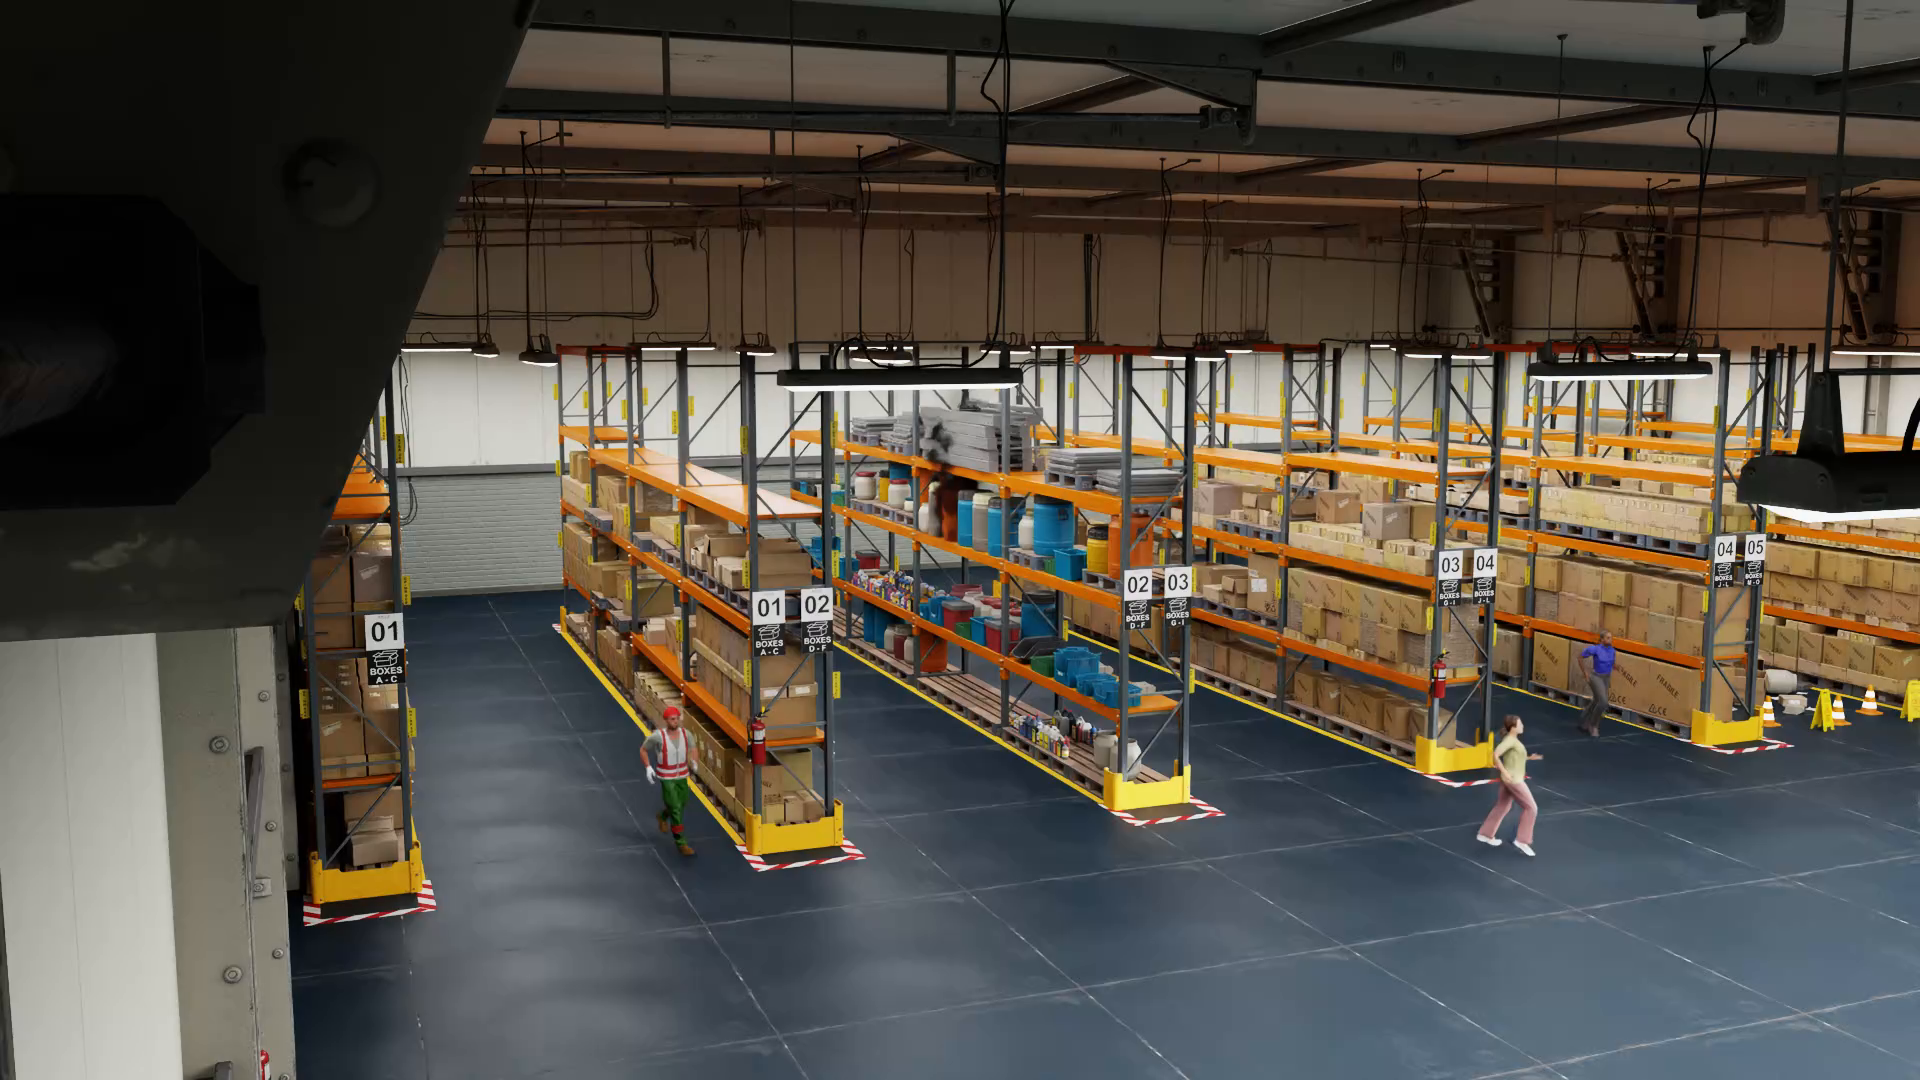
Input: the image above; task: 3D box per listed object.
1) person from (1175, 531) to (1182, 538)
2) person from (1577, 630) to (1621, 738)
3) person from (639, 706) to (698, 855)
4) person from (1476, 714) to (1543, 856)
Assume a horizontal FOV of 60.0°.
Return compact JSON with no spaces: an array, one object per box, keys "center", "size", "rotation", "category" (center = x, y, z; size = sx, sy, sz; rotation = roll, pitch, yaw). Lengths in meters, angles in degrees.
[{"center":[5.411,0.308,41.132],"size":[0.704,1.633,0.622],"rotation":[-5,9,-32],"category":"person"},{"center":[10.004,2.242,26.011],"size":[0.576,1.692,0.722],"rotation":[-4,8,-27],"category":"person"},{"center":[-3.510,2.879,20.209],"size":[0.686,1.766,0.954],"rotation":[-5,9,-36],"category":"person"},{"center":[6.656,2.958,20.119],"size":[0.734,1.728,0.549],"rotation":[1,7,9],"category":"person"}]
